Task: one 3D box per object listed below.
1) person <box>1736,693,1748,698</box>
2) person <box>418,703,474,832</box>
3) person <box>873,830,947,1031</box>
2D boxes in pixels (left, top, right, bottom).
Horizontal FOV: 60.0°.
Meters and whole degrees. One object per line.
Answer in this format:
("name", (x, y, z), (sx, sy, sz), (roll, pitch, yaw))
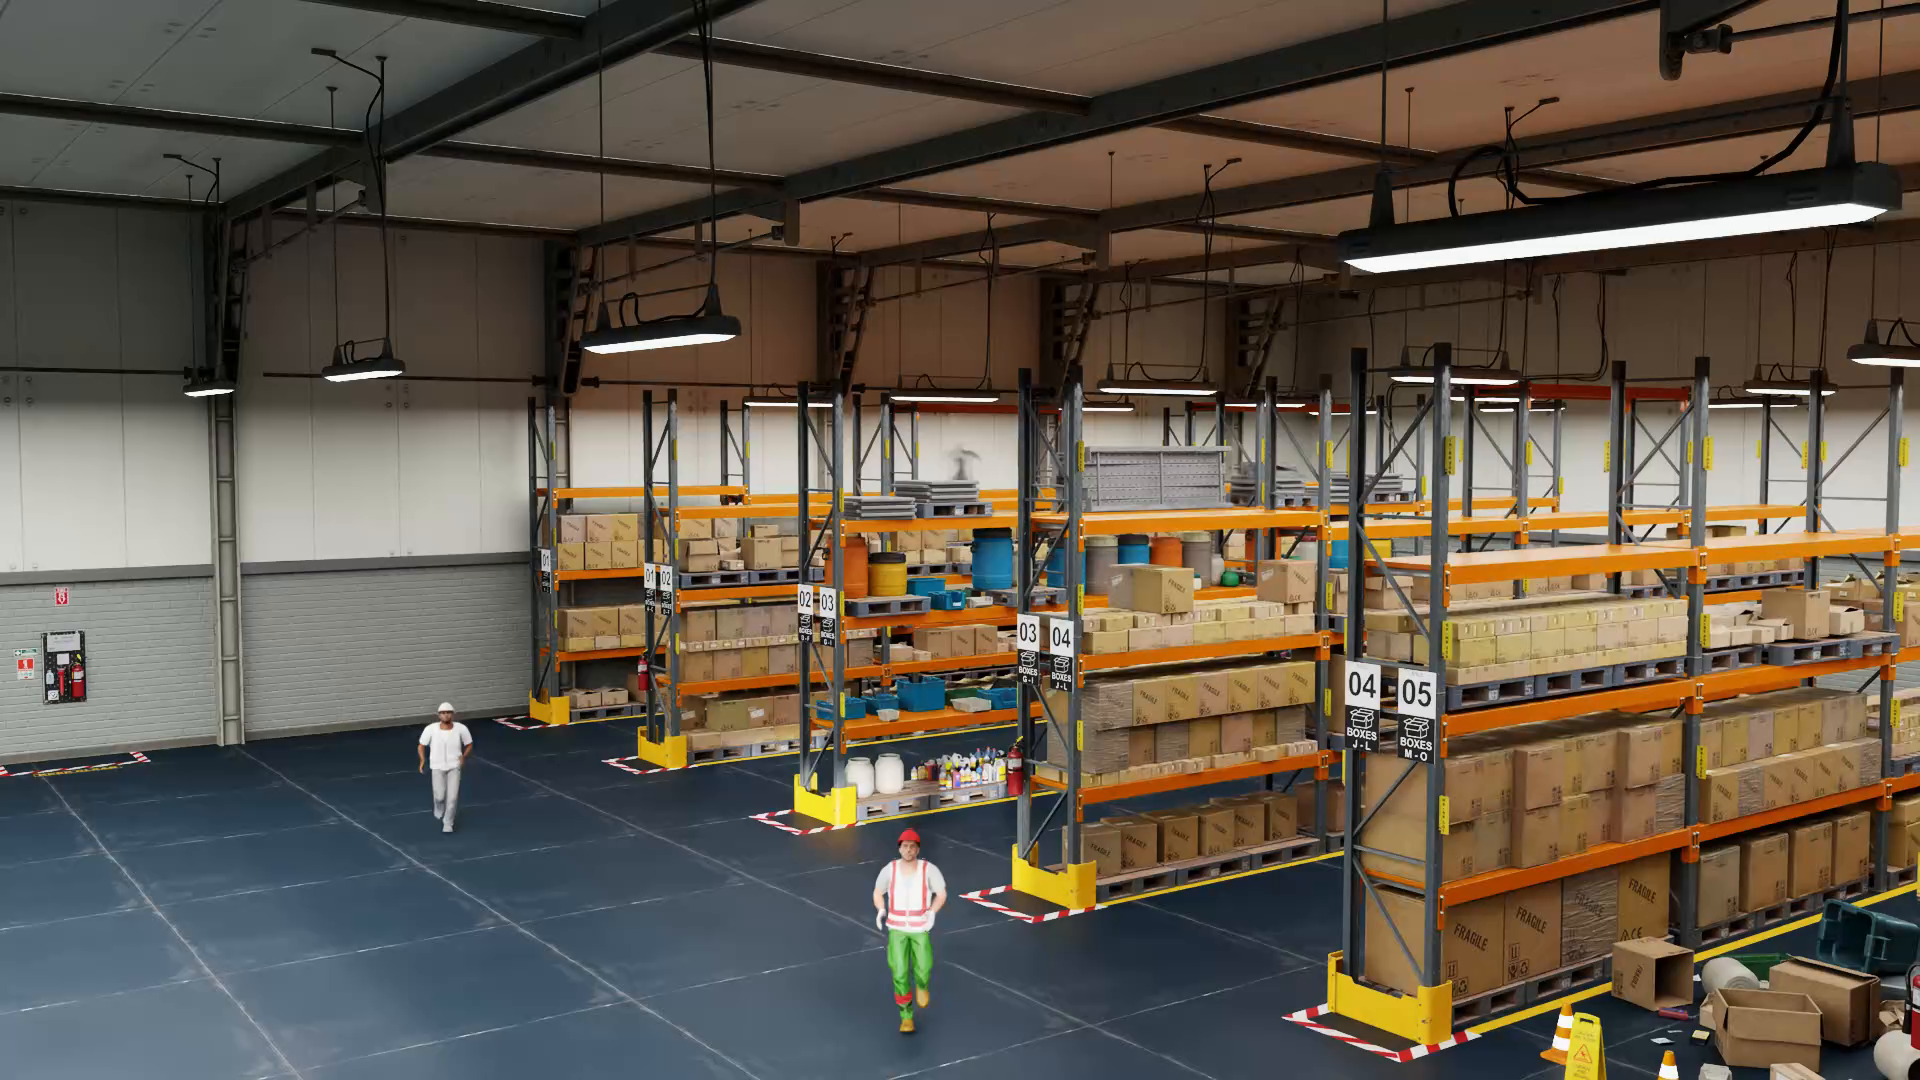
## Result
("person", (10.537, 2.963, 22.474), (0.766, 1.792, 0.701), (-3, 4, -40))
("person", (-6.810, 3.011, 22.055), (0.705, 1.723, 0.587), (-1, 4, -18))
("person", (-0.449, 3.424, 14.716), (0.655, 1.738, 0.631), (0, 3, 3))
